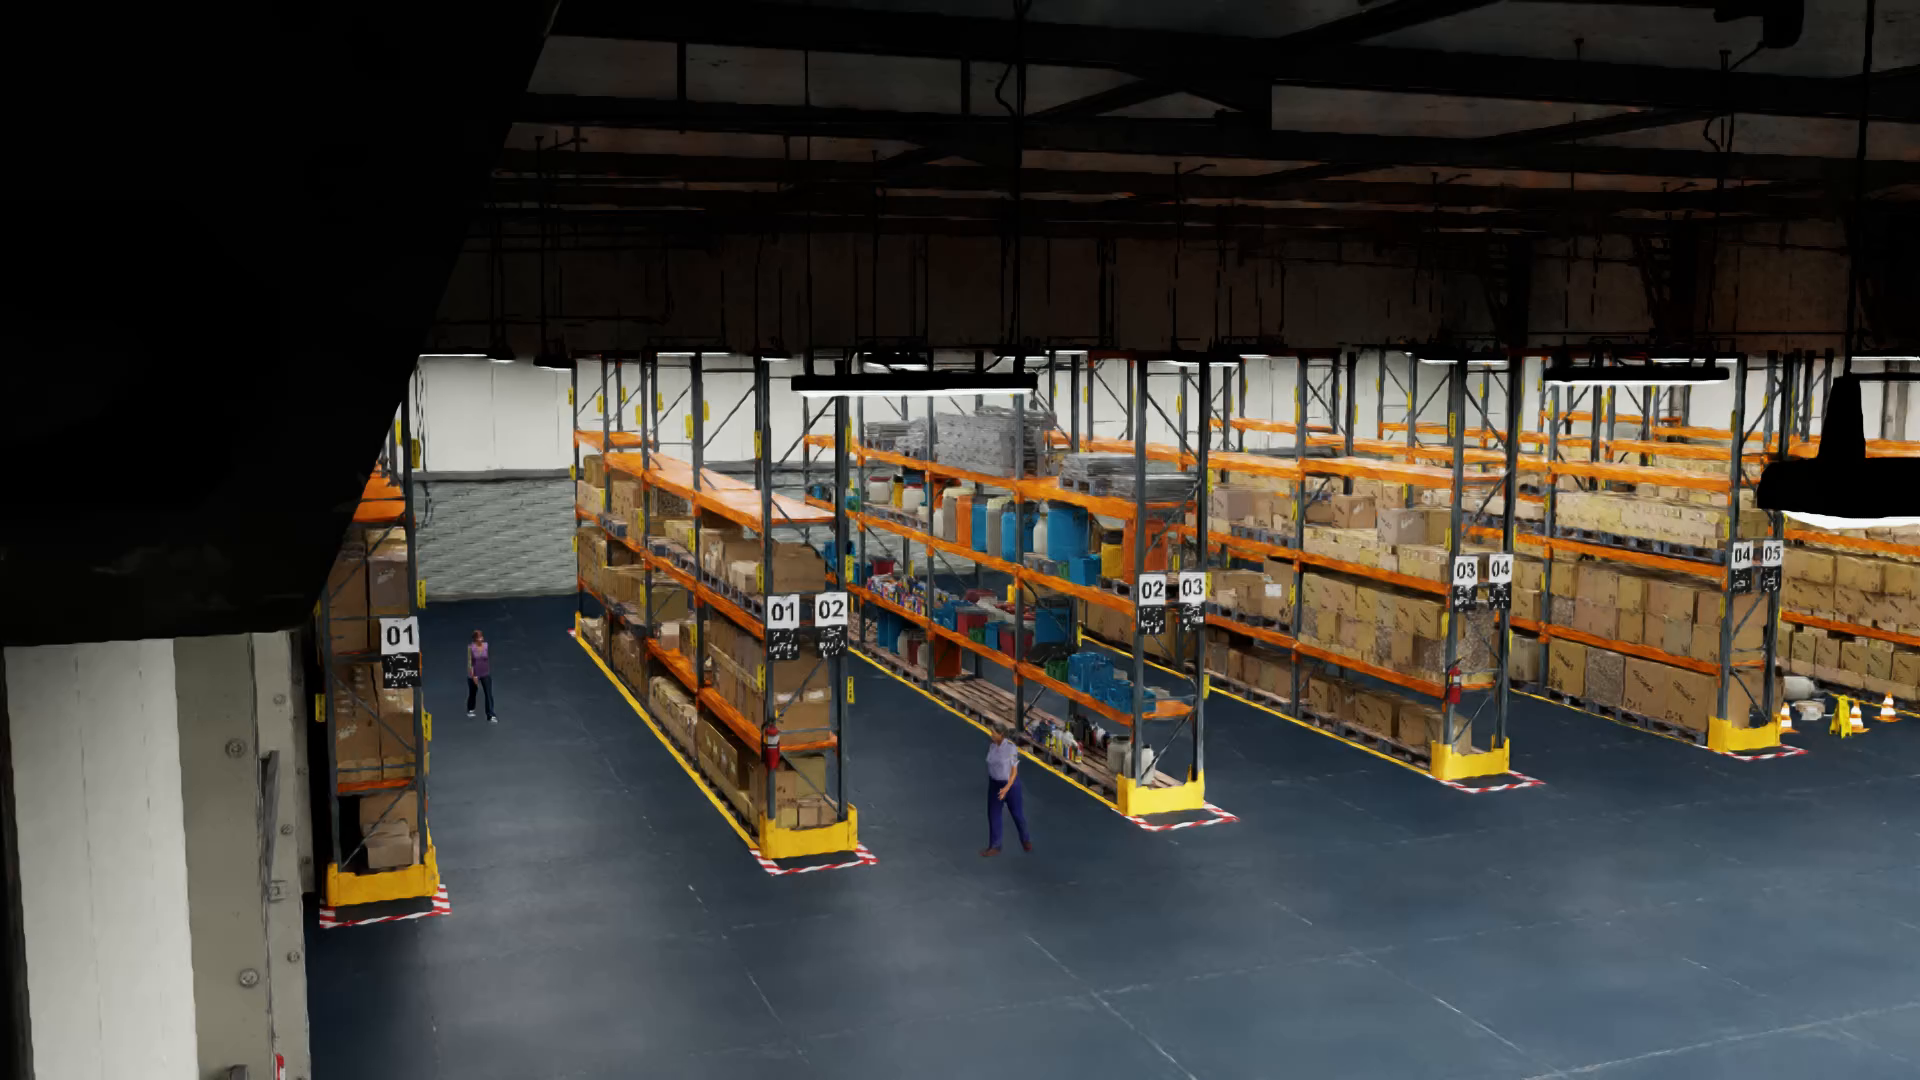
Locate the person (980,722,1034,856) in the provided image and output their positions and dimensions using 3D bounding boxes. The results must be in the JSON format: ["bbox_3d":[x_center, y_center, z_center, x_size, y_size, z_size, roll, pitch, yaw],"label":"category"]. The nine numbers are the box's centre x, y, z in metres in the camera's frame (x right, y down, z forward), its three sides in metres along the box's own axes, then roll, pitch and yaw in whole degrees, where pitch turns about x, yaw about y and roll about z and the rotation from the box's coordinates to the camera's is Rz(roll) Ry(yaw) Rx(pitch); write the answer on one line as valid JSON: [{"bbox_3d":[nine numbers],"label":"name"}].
[{"bbox_3d":[0.573,3.011,20.272,0.516,1.634,0.690,6,9,41],"label":"person"}]

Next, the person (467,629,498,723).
[{"bbox_3d":[-7.842,2.197,27.096,0.411,1.529,0.957,-4,8,-29],"label":"person"}]
